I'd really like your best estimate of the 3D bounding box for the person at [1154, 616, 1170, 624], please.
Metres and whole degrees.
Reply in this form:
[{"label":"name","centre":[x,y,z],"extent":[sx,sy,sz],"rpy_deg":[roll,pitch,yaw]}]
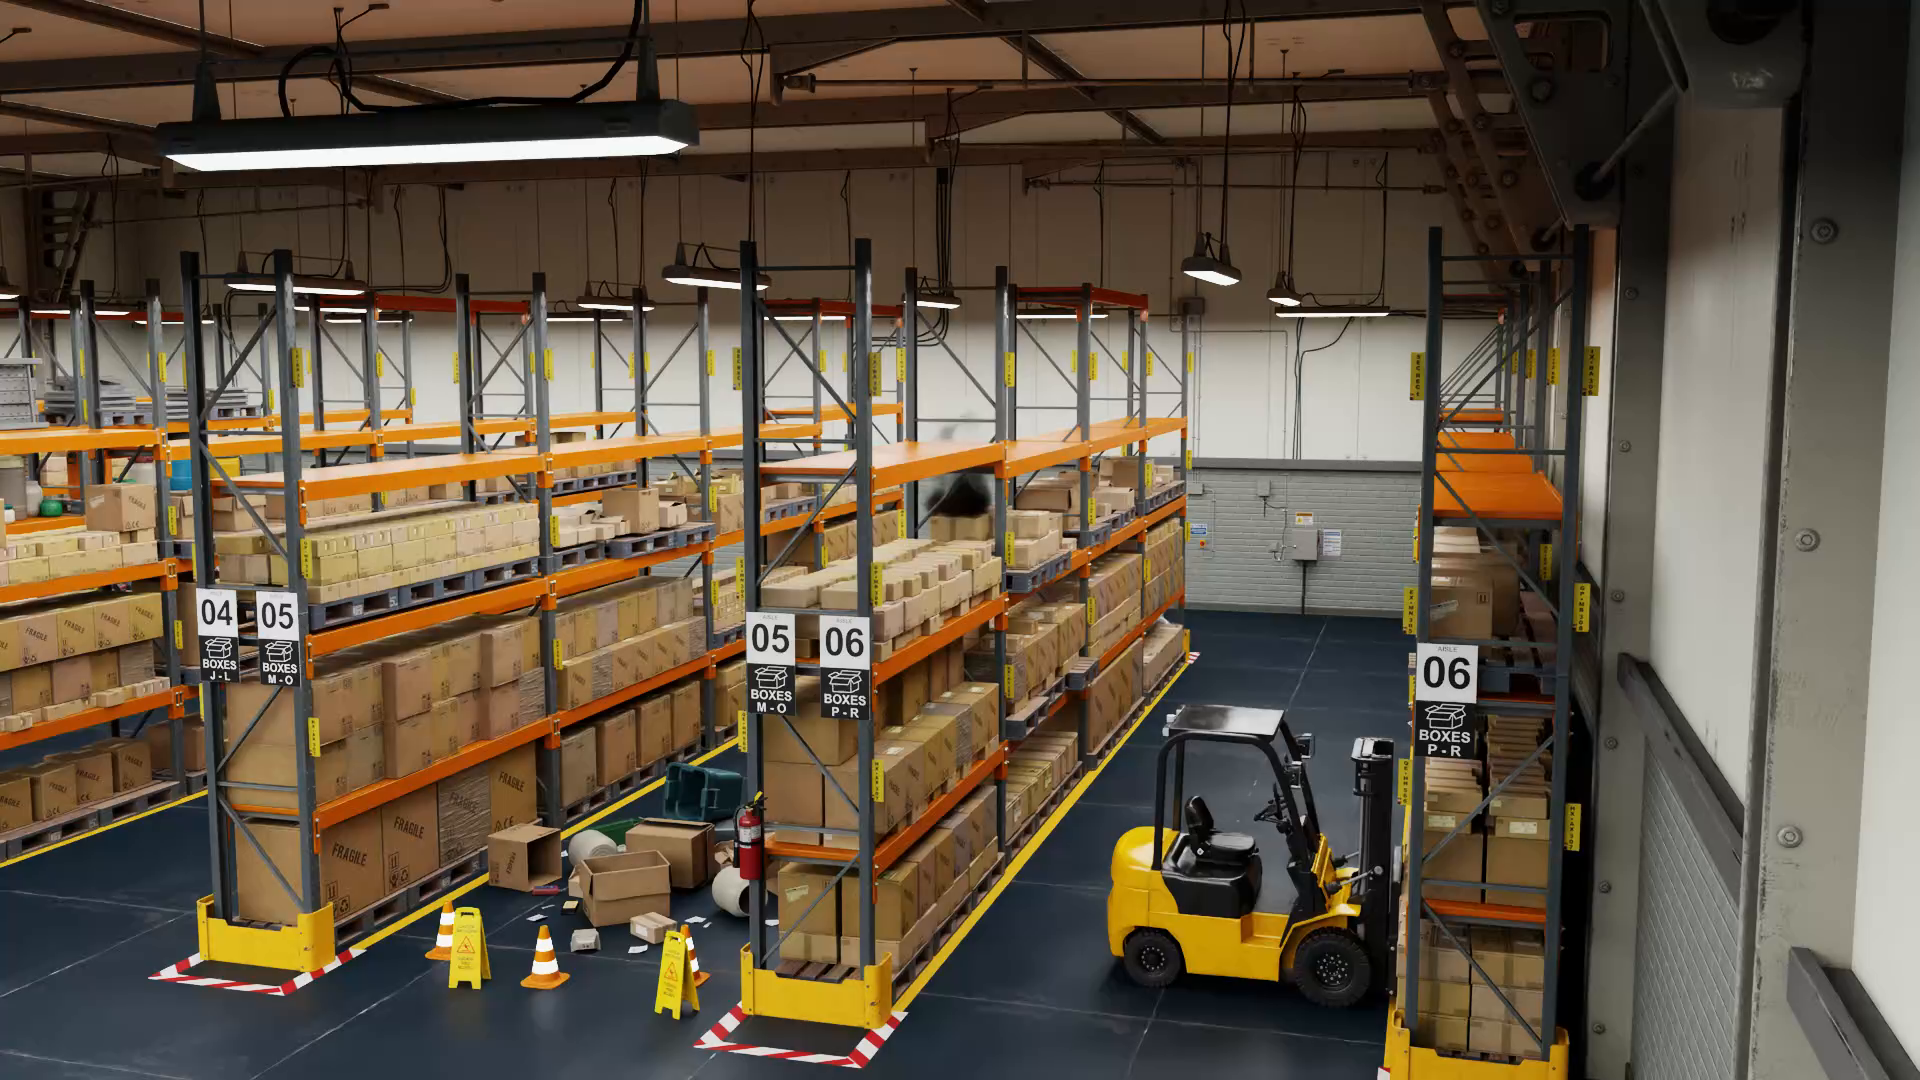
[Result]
[{"label":"person","centre":[3.423,1.005,29.464],"extent":[0.935,1.784,0.691],"rpy_deg":[5,8,35]}]
